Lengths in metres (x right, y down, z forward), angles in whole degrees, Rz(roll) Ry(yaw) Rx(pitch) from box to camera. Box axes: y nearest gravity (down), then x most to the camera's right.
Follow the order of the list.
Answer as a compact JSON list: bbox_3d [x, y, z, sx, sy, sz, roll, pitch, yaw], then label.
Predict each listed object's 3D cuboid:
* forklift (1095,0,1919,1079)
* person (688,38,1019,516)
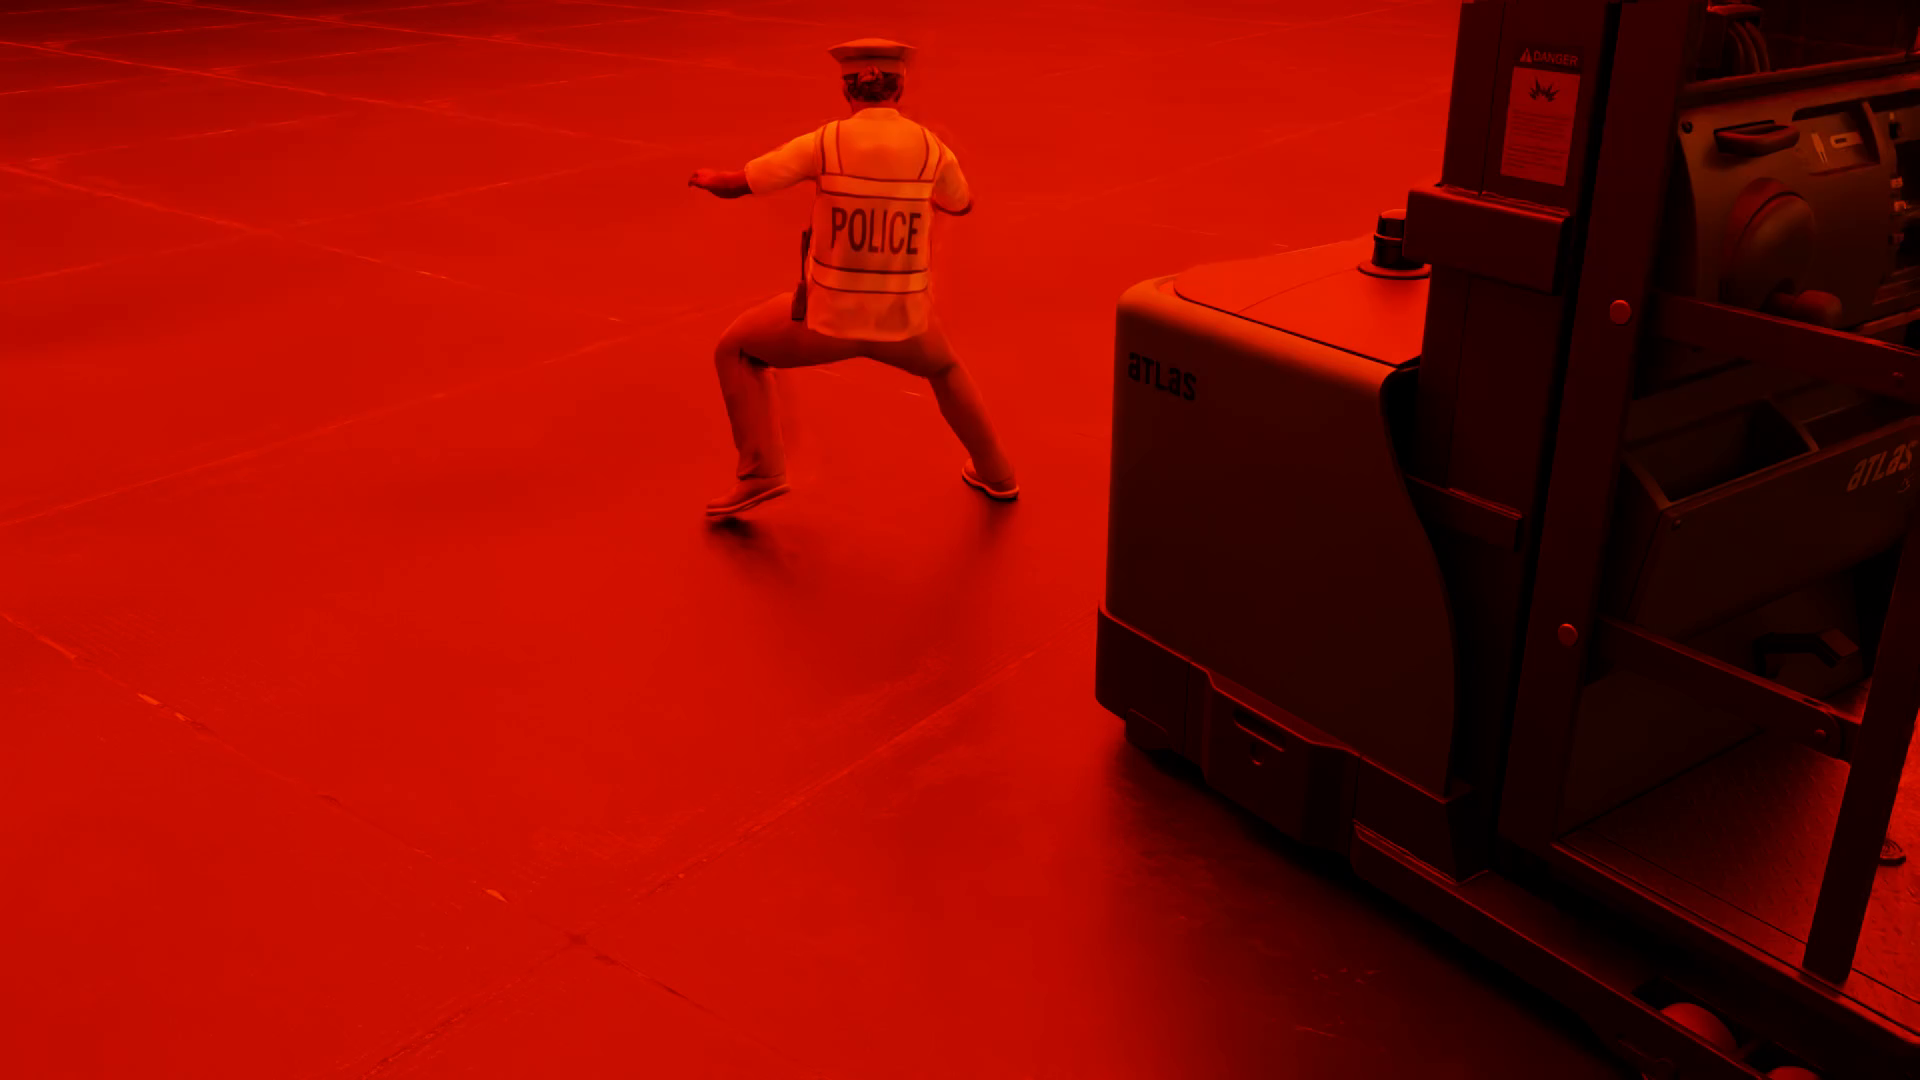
[{"bbox_3d":[1.585,-0.546,2.589,1.130,2.935,3.031,-16,28,-32],"label":"forklift"},{"bbox_3d":[-0.302,-0.764,4.972,0.995,1.436,0.712,-4,24,-9],"label":"person"}]
